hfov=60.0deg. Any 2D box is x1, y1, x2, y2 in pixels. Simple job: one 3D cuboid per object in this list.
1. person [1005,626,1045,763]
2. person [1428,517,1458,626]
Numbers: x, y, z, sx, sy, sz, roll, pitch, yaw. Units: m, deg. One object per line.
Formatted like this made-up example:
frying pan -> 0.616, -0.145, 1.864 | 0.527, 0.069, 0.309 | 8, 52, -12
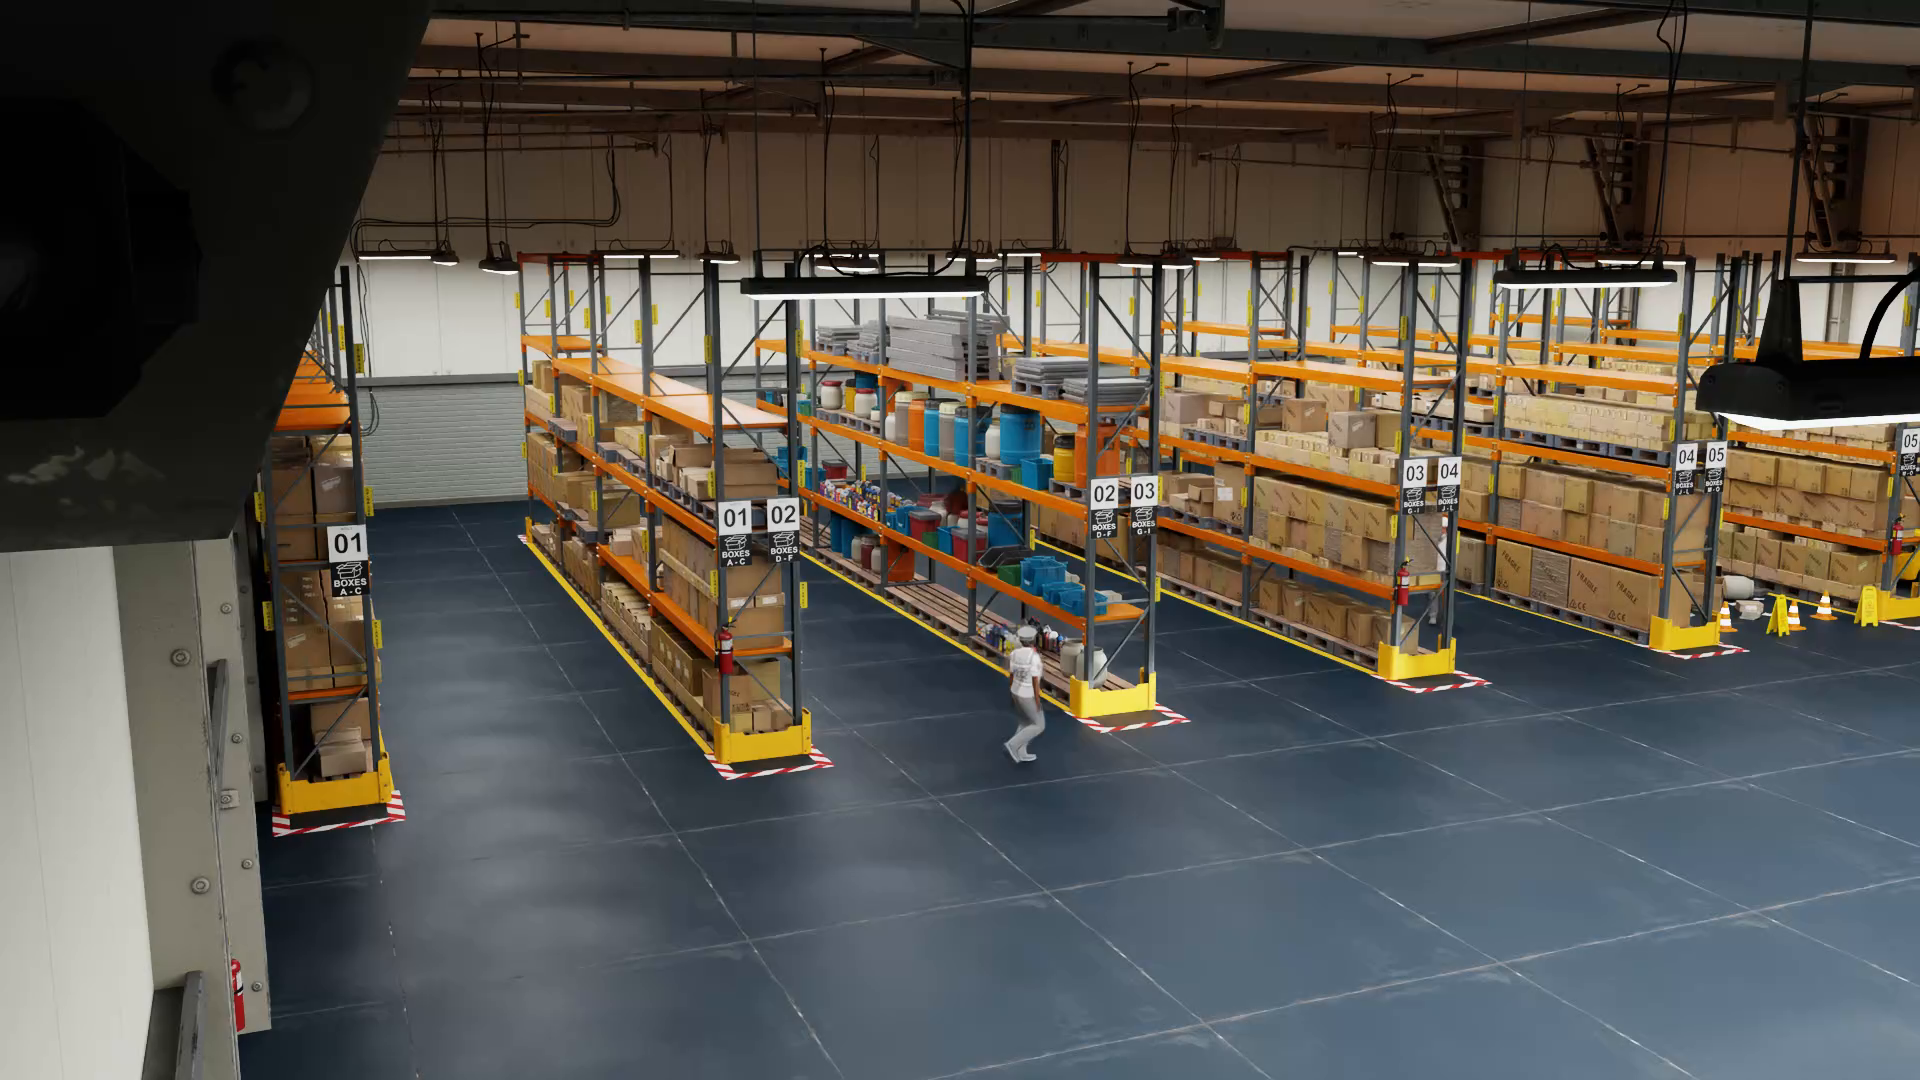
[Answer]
person -> 0.751, 1.880, 20.015 | 0.498, 1.668, 0.464 | -4, 11, -18
person -> 7.916, 0.508, 27.324 | 0.530, 1.783, 0.418 | 9, 13, 39
